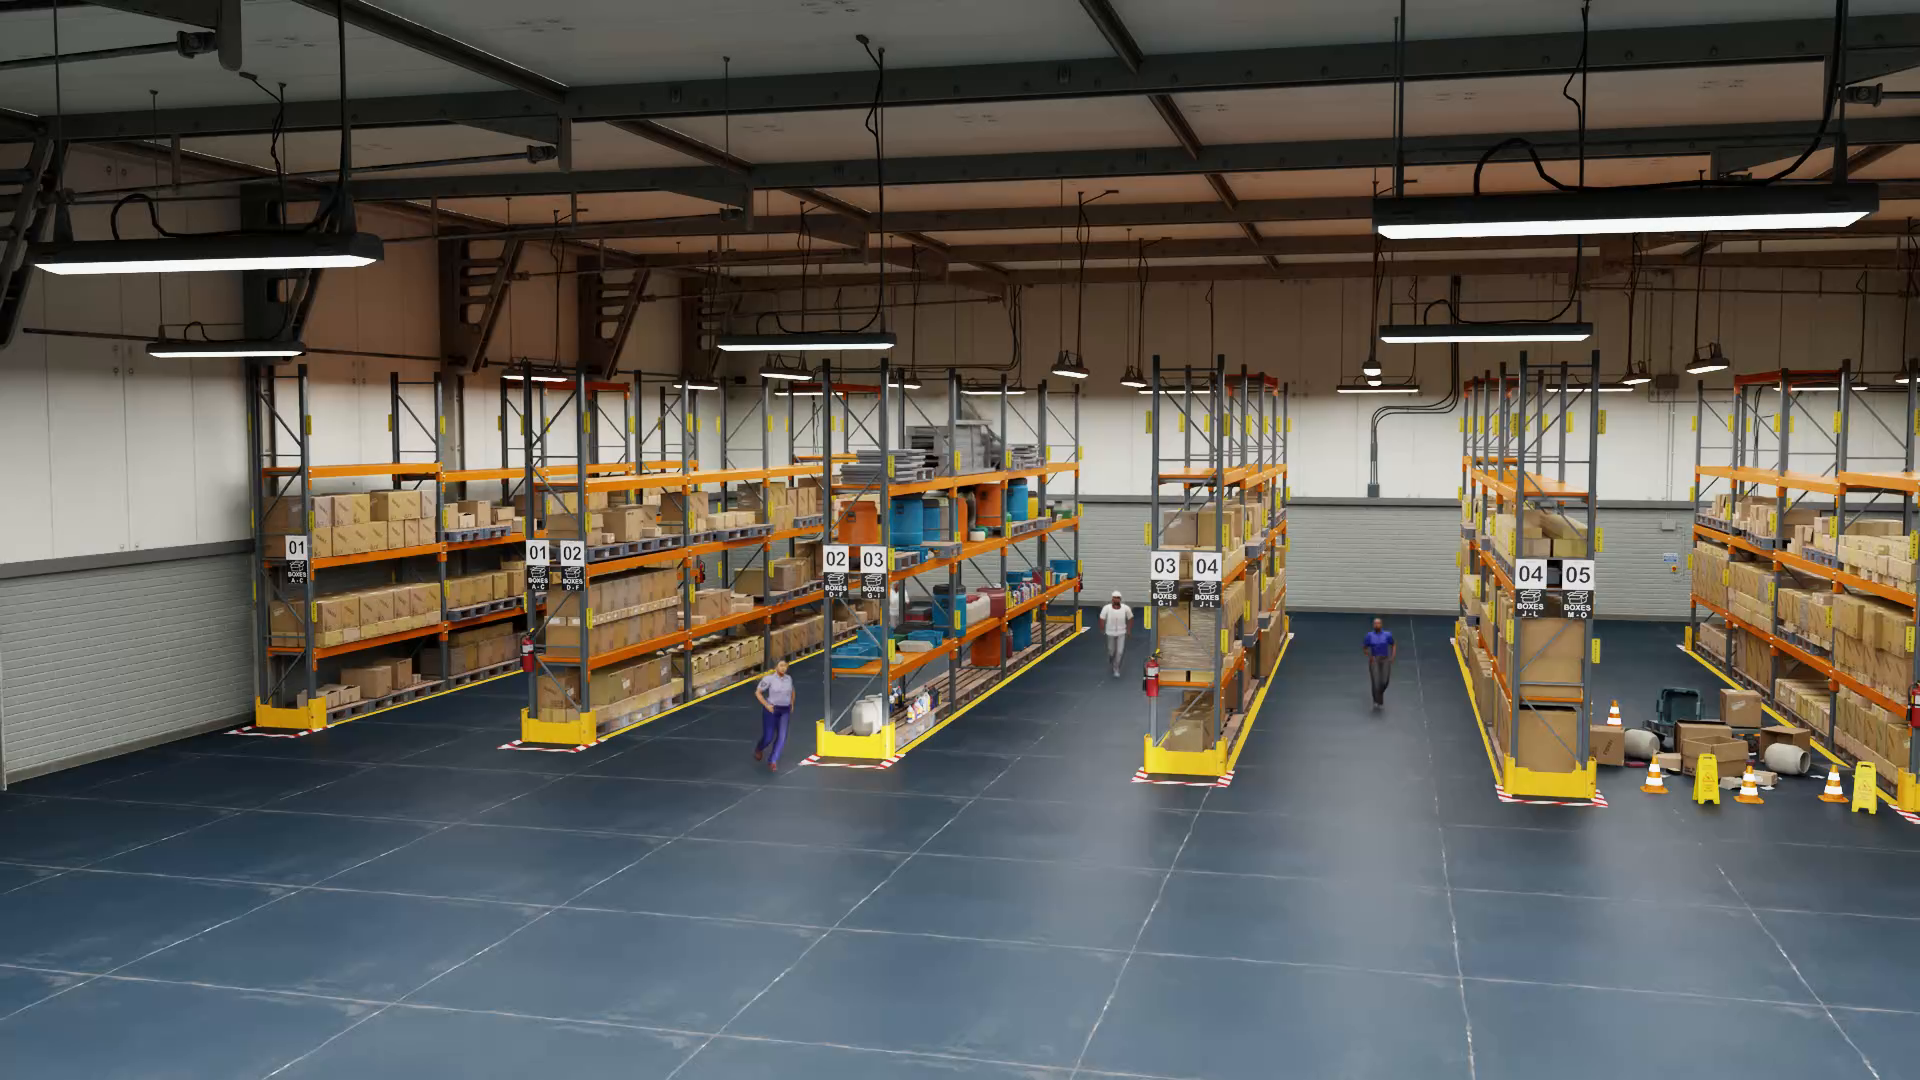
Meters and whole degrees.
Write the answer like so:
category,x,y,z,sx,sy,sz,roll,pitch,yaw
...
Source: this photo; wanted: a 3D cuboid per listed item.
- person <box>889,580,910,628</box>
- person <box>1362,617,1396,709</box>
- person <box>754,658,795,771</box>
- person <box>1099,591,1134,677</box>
category,x,y,z,sx,sy,sz,roll,pitch,yaw
person,-1.390,1.654,36.459,0.584,1.656,0.749,0,4,4
person,7.397,2.178,29.339,0.588,1.617,0.500,1,4,11
person,-2.699,2.534,24.405,0.651,1.612,0.655,-2,5,-31
person,3.126,1.860,33.219,0.693,1.718,0.660,0,4,4
